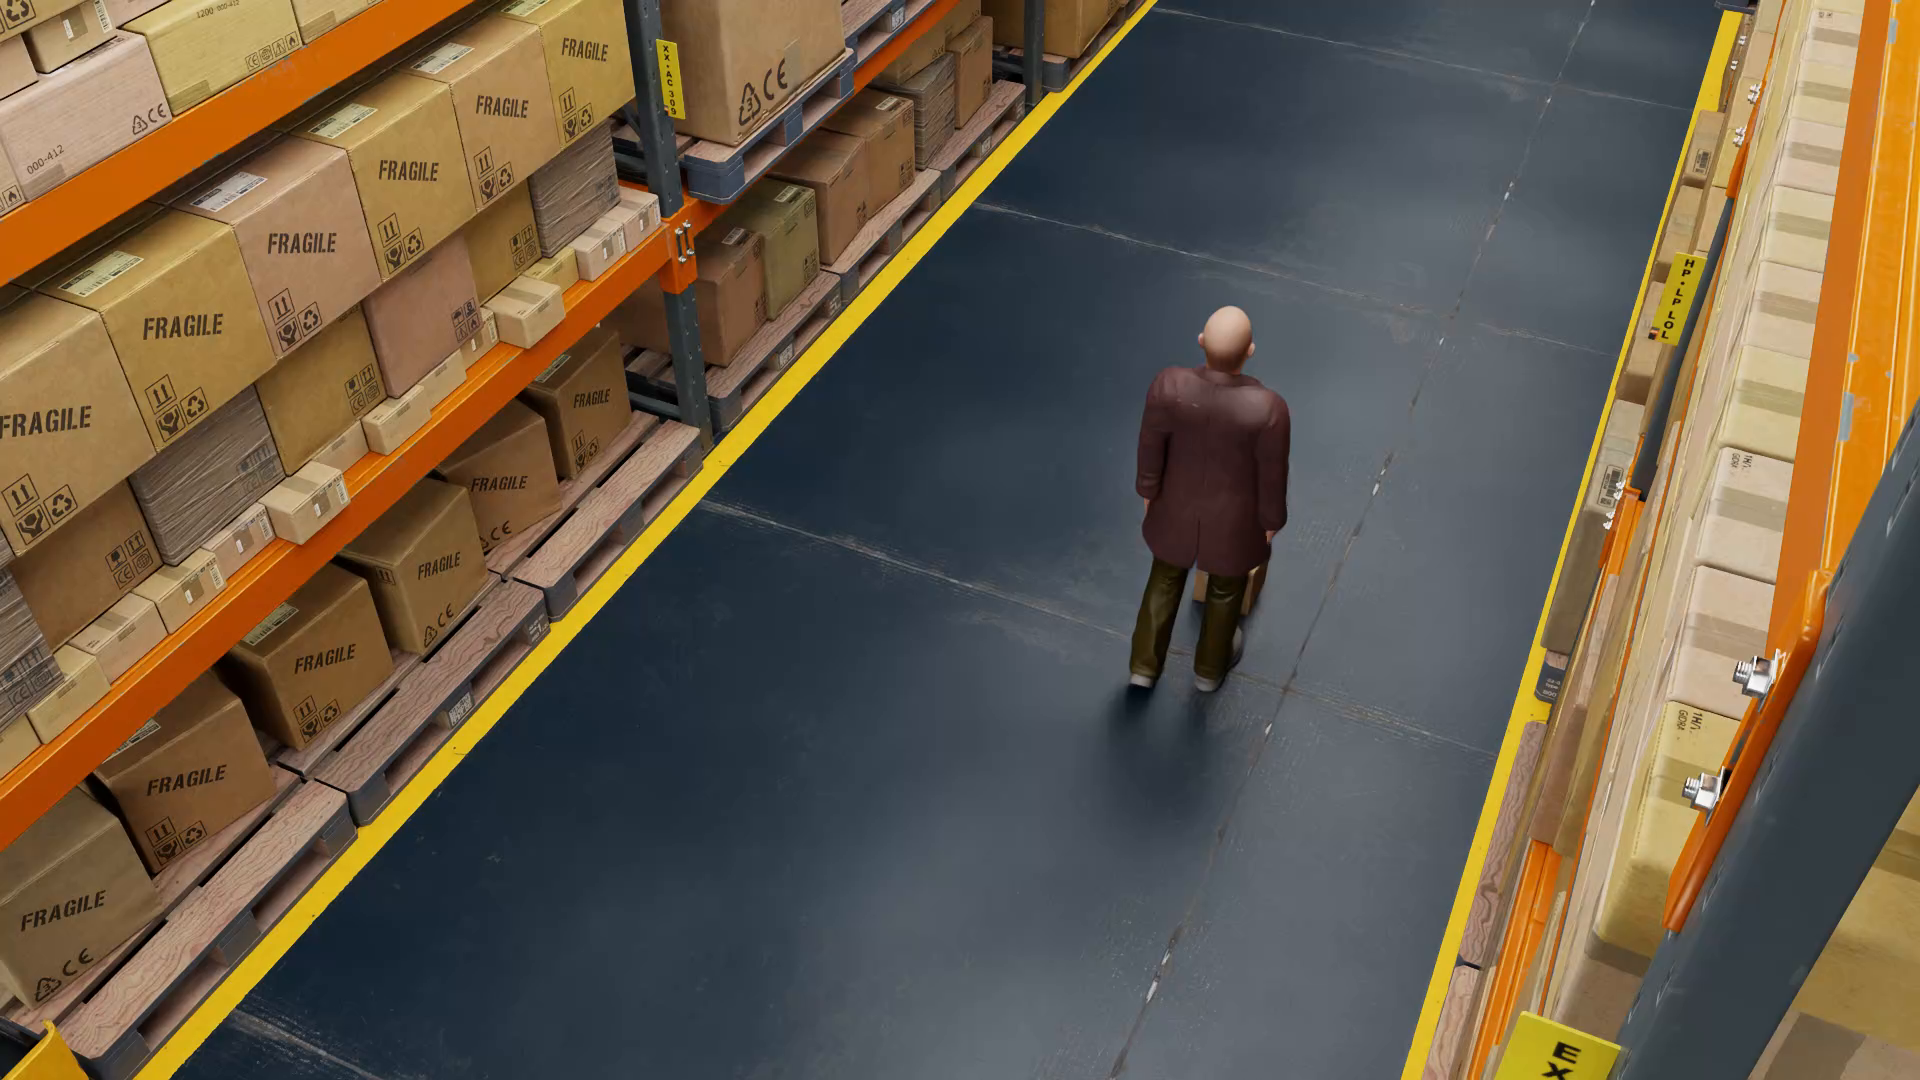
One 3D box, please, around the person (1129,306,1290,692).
[{"bbox_3d":[0.950,-0.101,6.345,0.588,1.862,0.534,18,44,19],"label":"person"}]
